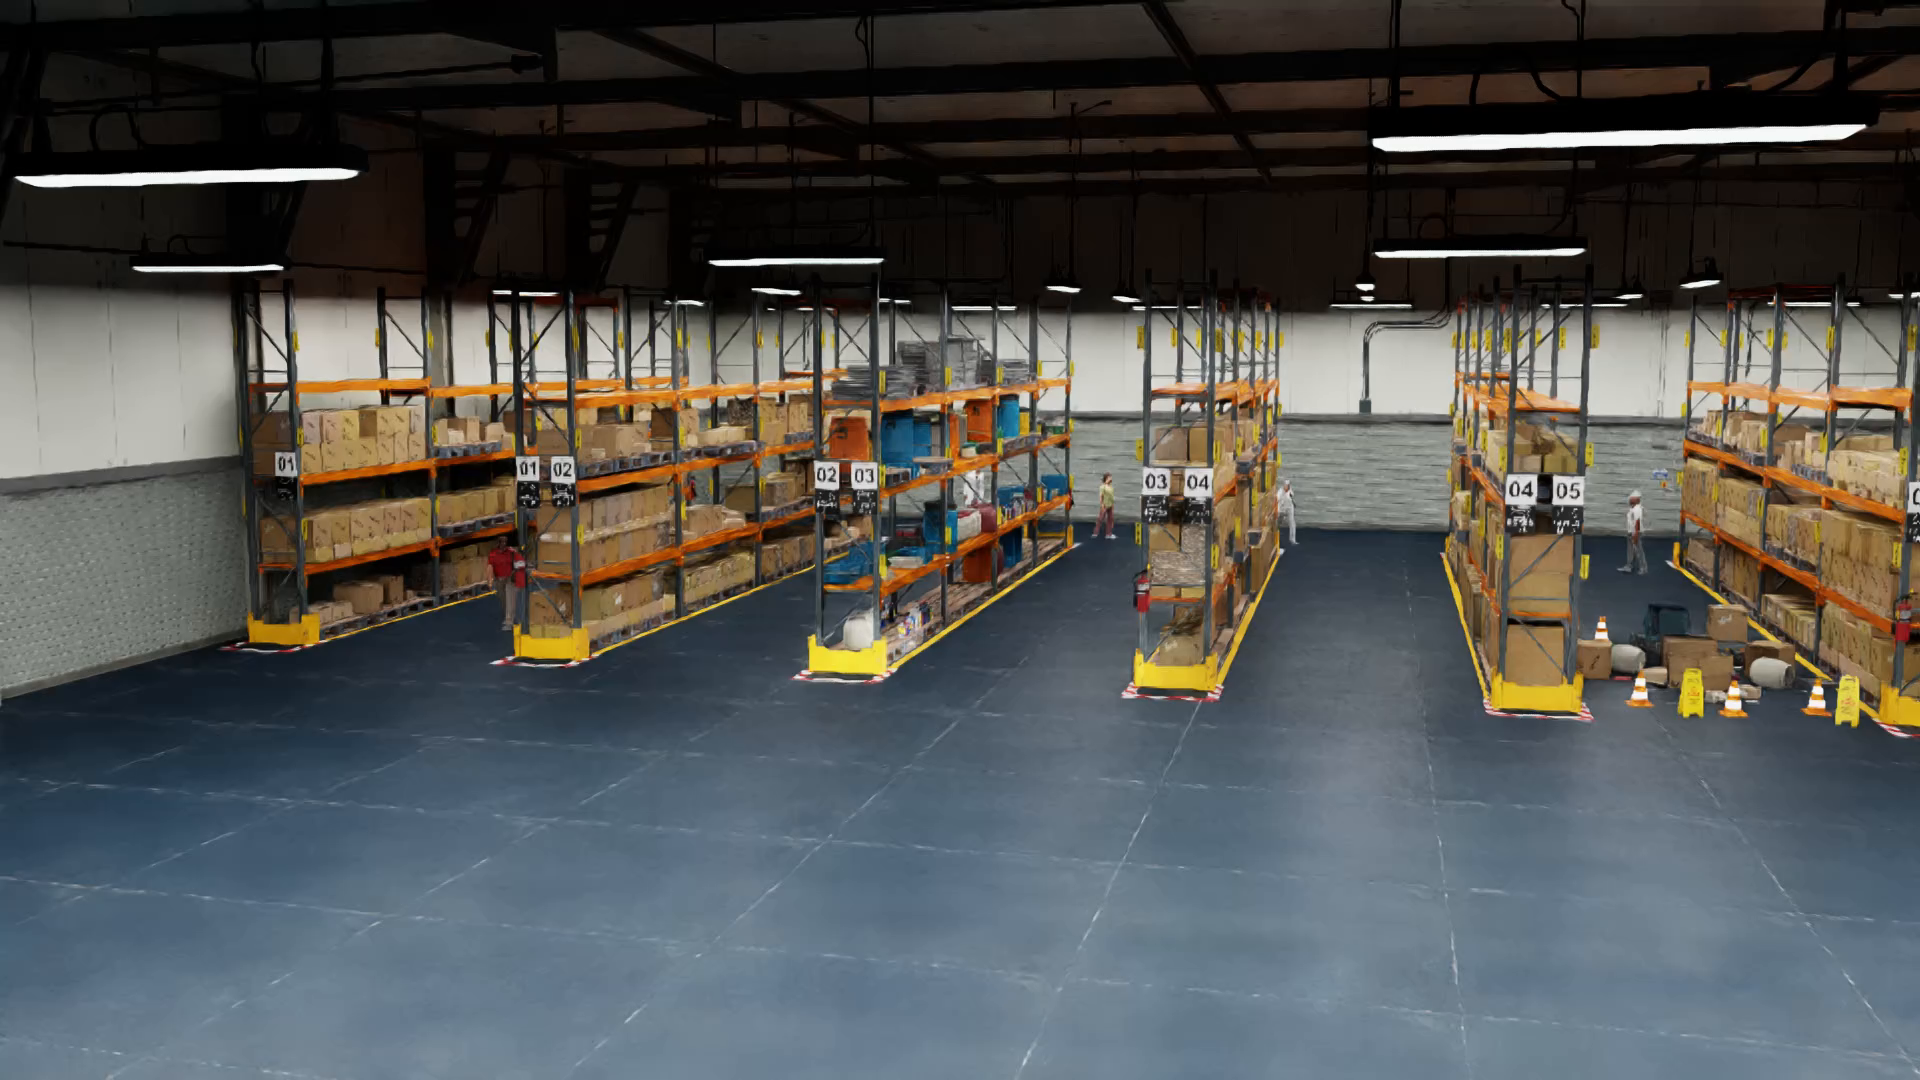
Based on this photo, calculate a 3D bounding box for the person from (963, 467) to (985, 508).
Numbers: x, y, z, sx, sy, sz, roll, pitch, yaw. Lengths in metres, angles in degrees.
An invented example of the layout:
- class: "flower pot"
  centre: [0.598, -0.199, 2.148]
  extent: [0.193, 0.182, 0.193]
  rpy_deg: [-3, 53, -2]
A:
- class: "person"
  centre: [0.355, -1.200, 44.466]
  extent: [0.615, 1.767, 0.622]
  rpy_deg: [-3, 7, -21]

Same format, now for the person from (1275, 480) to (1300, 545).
- class: "person"
  centre: [7.980, -0.692, 40.890]
  extent: [0.518, 1.611, 0.942]
  rpy_deg: [-1, 7, -9]

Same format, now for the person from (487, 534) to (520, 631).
- class: "person"
  centre: [-7.903, 0.712, 28.823]
  extent: [0.536, 1.658, 1.036]
  rpy_deg: [1, 7, 6]

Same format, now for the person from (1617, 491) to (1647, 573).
- class: "person"
  centre: [14.553, -0.176, 35.921]
  extent: [0.582, 1.767, 0.750]
  rpy_deg: [2, 7, 16]

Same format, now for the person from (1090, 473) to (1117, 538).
- class: "person"
  centre: [3.621, -0.876, 42.189]
  extent: [0.645, 1.669, 0.443]
  rpy_deg: [-5, 8, -36]
